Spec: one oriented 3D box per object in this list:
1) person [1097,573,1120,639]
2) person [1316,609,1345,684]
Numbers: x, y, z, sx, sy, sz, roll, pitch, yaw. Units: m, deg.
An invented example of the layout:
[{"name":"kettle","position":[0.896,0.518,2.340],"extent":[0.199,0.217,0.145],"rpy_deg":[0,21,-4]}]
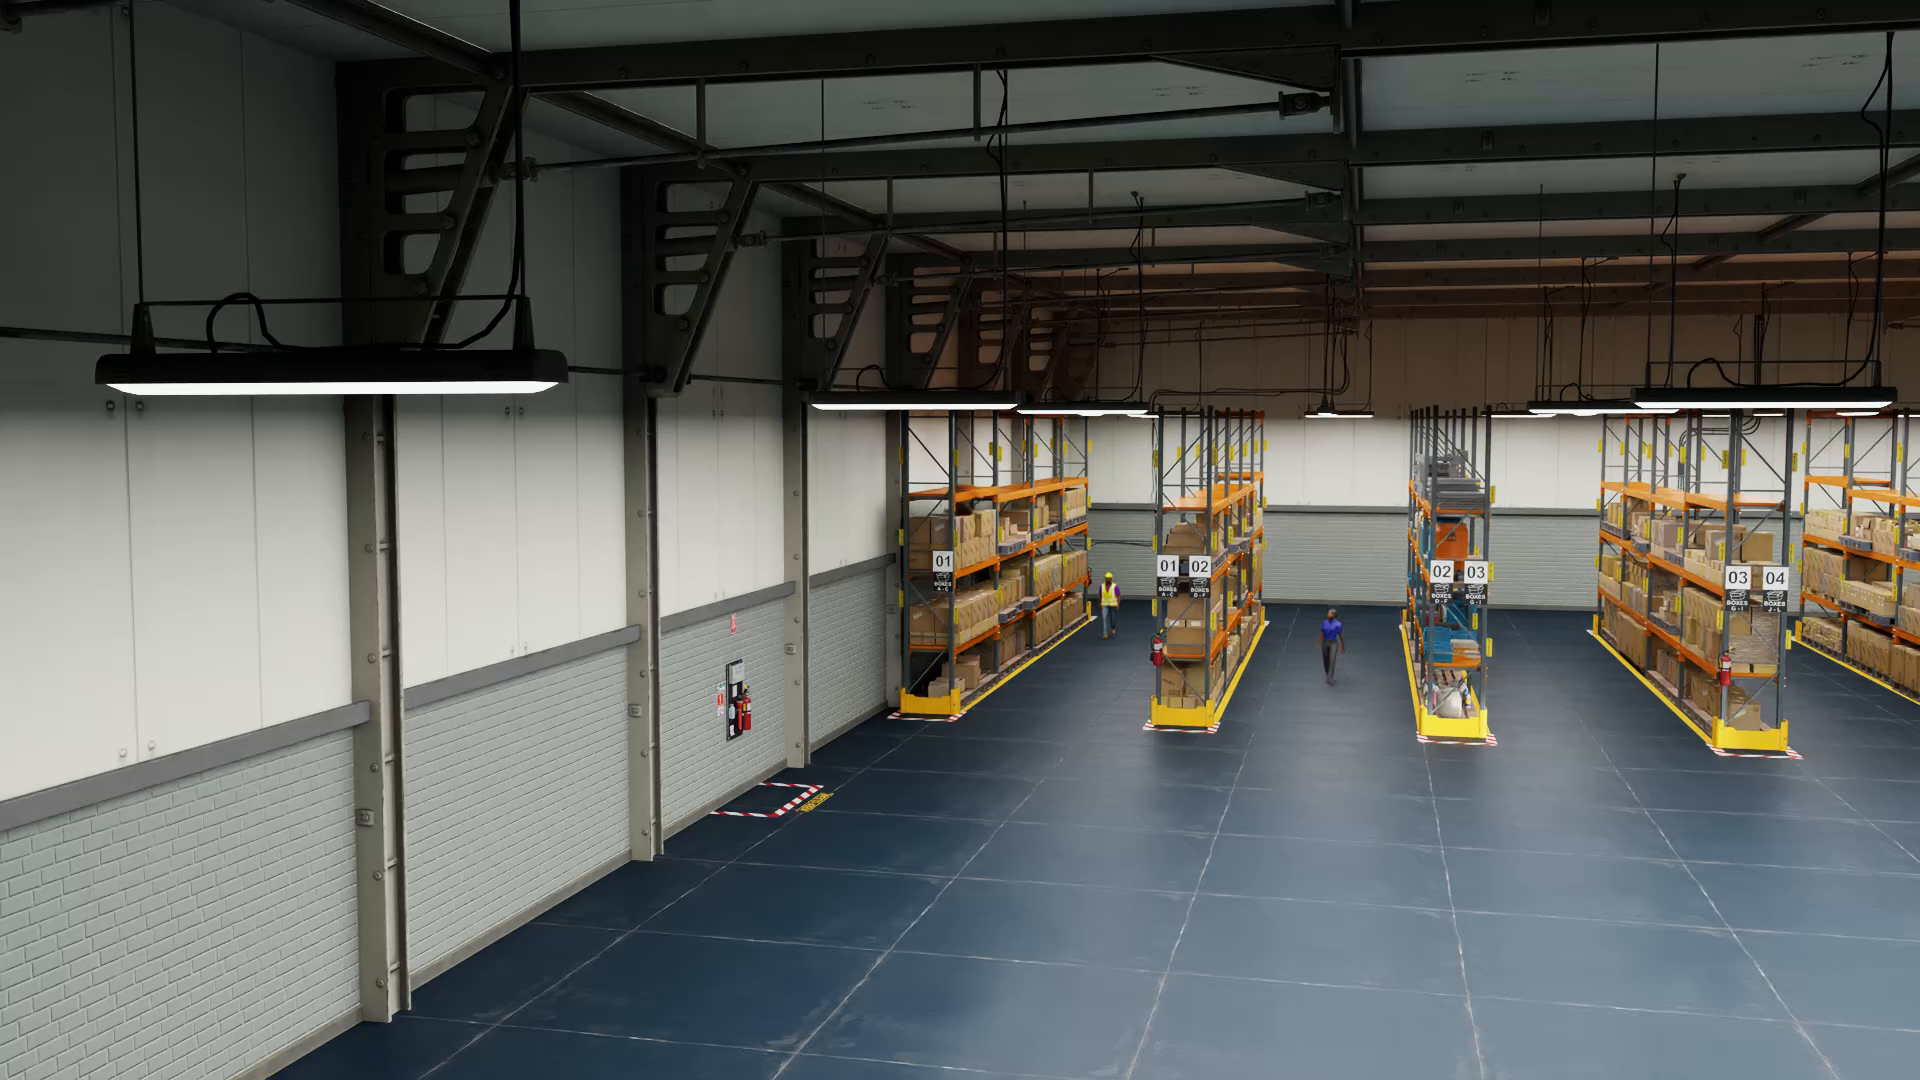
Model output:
[{"name":"person","position":[3.920,1.725,43.863],"extent":[0.619,1.723,1.080],"rpy_deg":[1,4,9]},{"name":"person","position":[8.121,2.307,36.424],"extent":[0.603,1.598,1.047],"rpy_deg":[2,4,23]}]
